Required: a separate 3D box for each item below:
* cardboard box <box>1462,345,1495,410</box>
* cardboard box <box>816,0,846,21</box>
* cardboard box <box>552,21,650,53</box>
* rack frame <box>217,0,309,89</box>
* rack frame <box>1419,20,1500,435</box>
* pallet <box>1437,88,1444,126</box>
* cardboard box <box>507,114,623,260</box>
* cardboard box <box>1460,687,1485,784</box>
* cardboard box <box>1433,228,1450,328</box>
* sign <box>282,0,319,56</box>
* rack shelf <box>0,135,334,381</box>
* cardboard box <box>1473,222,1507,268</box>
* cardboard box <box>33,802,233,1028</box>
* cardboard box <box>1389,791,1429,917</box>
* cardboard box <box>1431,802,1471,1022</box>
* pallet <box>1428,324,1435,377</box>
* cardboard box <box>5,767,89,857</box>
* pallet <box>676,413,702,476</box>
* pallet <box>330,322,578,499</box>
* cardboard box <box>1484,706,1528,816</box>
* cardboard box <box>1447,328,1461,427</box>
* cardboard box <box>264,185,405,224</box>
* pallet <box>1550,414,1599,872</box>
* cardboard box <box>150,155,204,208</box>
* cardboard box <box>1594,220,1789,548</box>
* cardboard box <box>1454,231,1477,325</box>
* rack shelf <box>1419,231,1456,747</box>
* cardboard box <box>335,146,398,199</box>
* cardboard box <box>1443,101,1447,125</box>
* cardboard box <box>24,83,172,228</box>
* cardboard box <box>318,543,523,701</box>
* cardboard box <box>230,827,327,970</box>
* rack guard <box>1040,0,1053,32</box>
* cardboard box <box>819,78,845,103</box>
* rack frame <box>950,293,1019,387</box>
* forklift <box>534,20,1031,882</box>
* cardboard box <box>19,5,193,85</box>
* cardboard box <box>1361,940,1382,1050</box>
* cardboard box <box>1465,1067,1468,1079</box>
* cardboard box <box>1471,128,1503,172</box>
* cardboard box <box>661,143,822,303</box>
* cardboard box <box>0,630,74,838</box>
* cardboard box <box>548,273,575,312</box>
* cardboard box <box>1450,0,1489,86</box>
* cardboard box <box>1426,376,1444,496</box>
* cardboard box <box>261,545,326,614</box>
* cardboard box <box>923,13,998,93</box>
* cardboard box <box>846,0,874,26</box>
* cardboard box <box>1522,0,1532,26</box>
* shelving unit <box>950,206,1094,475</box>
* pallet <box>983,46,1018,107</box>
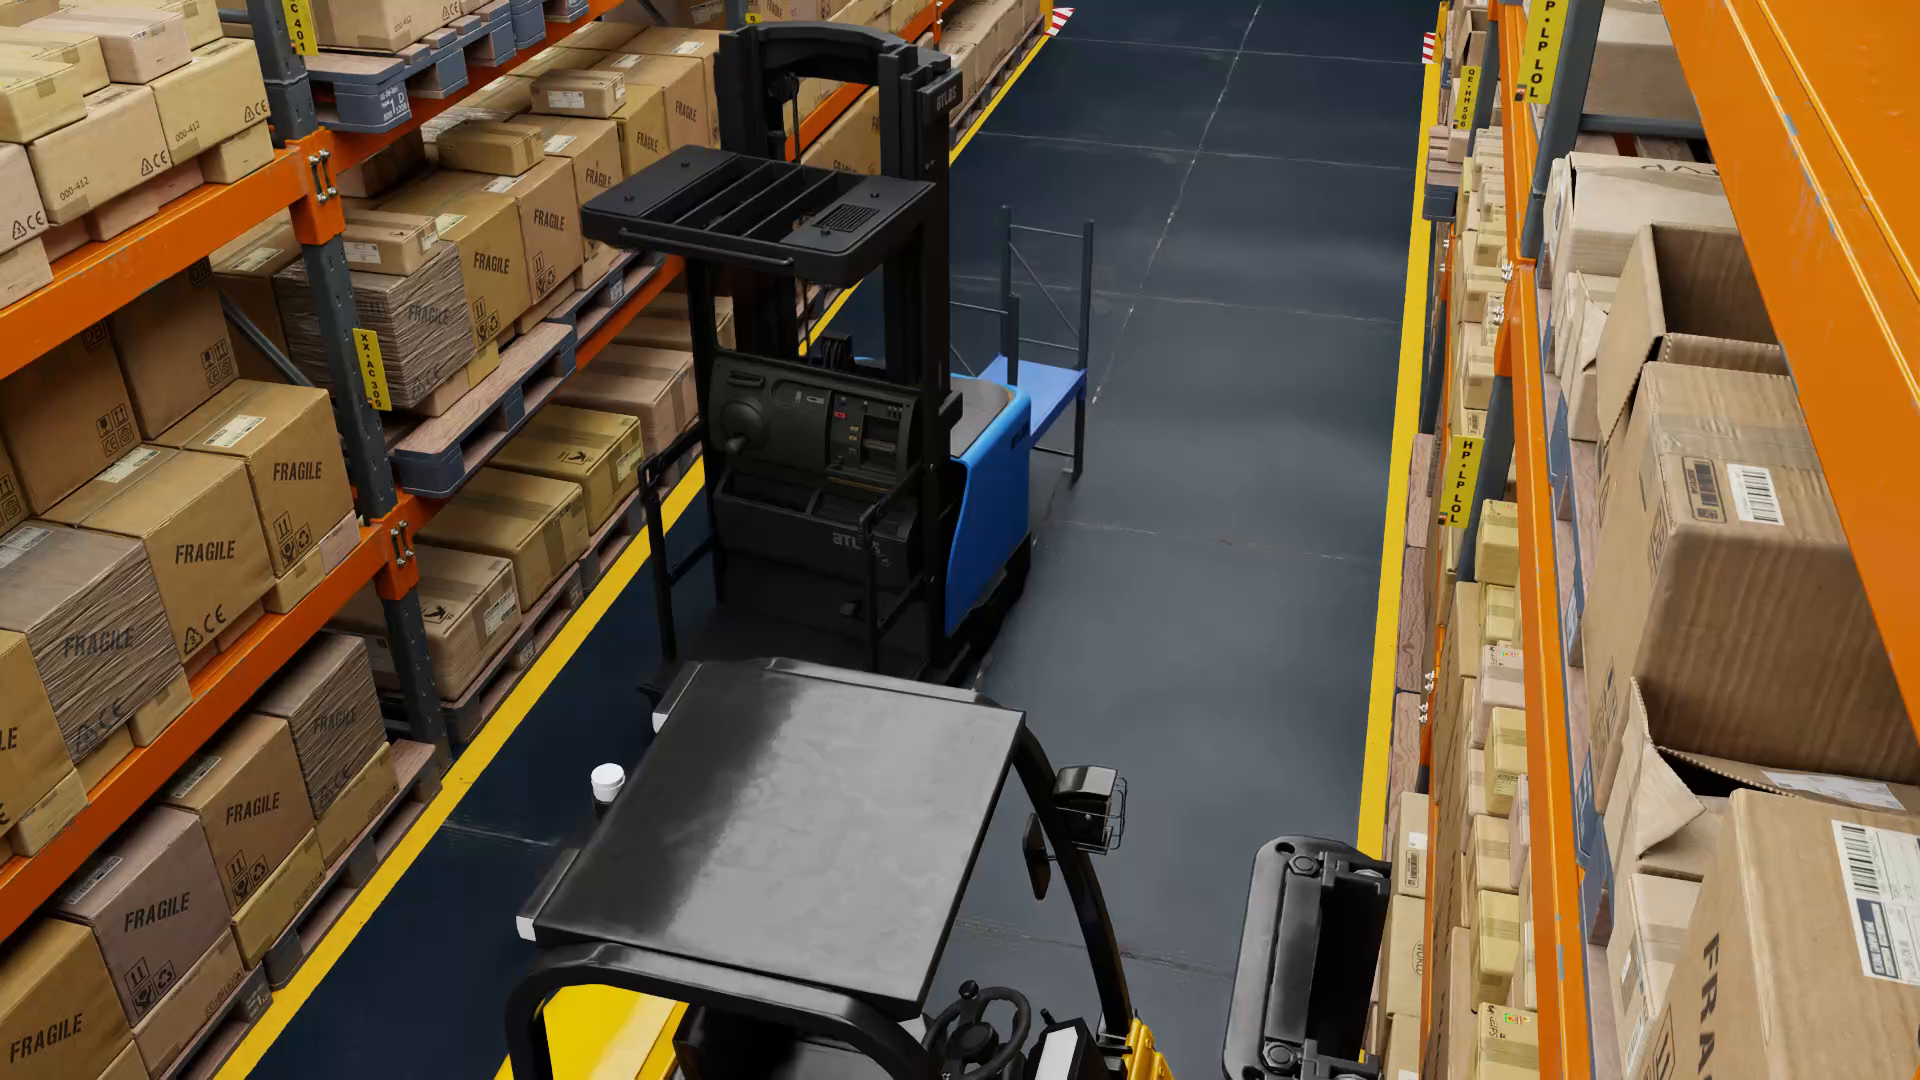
[{"bbox_3d":[2.077,-0.591,6.186,0.380,0.149,0.250,7,33,11],"label":"cardboard box"},{"bbox_3d":[-1.057,-3.618,10.621,0.500,0.500,0.500,9,34,14],"label":"cardboard box"},{"bbox_3d":[-2.019,-2.549,9.202,0.500,0.500,0.500,7,33,11],"label":"cardboard box"},{"bbox_3d":[-2.696,-2.862,4.865,1.000,3.000,0.127,8,33,12],"label":"rack frame"},{"bbox_3d":[3.121,-1.733,8.679,1.000,3.000,0.127,8,33,12],"label":"rack frame"},{"bbox_3d":[4.619,-3.623,14.252,1.003,0.211,1.213,8,33,12],"label":"pallet"},{"bbox_3d":[-1.915,-1.663,7.808,0.500,0.500,0.500,7,33,10],"label":"cardboard box"},{"bbox_3d":[1.533,0.548,4.394,0.380,0.149,0.250,9,33,13],"label":"cardboard box"},{"bbox_3d":[3.288,-1.634,10.463,0.500,0.500,0.500,9,34,14],"label":"cardboard box"},{"bbox_3d":[-2.170,-1.745,5.421,0.100,0.325,0.005,8,33,12],"label":"sign"},{"bbox_3d":[-3.204,-0.255,4.230,1.077,0.370,4.000,8,33,12],"label":"rack shelf"},{"bbox_3d":[2.438,-1.252,7.226,0.380,0.149,0.250,9,33,13],"label":"cardboard box"},{"bbox_3d":[-2.843,1.209,5.525,0.500,0.500,0.500,10,34,15],"label":"cardboard box"},{"bbox_3d":[1.679,1.113,5.443,0.500,0.250,0.500,8,33,12],"label":"cardboard box"},{"bbox_3d":[1.497,1.031,4.239,0.500,0.500,0.500,8,33,12],"label":"cardboard box"},{"bbox_3d":[3.347,-0.938,10.029,1.003,0.211,1.213,8,33,12],"label":"pallet"},{"bbox_3d":[-2.862,0.778,4.964,0.380,0.149,0.250,8,33,13],"label":"cardboard box"},{"bbox_3d":[-1.881,-0.824,9.850,1.003,0.211,1.213,8,33,12],"label":"pallet"},{"bbox_3d":[-2.362,-0.627,7.118,1.003,0.211,1.213,8,33,12],"label":"pallet"},{"bbox_3d":[1.498,0.566,4.088,0.380,0.149,0.250,8,33,12],"label":"cardboard box"},{"bbox_3d":[2.382,-0.675,7.155,0.500,0.250,0.500,9,34,14],"label":"cardboard box"},{"bbox_3d":[-2.677,-1.204,7.086,0.500,0.500,0.500,8,33,13],"label":"cardboard box"},{"bbox_3d":[1.603,0.192,2.939,1.003,0.211,1.213,8,33,12],"label":"pallet"},{"bbox_3d":[-2.631,-1.166,5.227,0.380,0.149,0.250,8,33,13],"label":"cardboard box"},{"bbox_3d":[1.509,-0.189,2.875,0.797,0.503,0.637,9,34,14],"label":"cardboard box"},{"bbox_3d":[2.493,-1.154,7.444,0.500,0.250,0.500,7,33,11],"label":"cardboard box"},{"bbox_3d":[2.613,-0.391,7.240,1.077,0.370,4.000,8,33,12],"label":"rack shelf"},{"bbox_3d":[-2.635,-1.579,7.072,0.380,0.149,0.250,7,33,11],"label":"cardboard box"},{"bbox_3d":[4.084,-3.346,13.374,0.396,0.266,0.258,9,34,14],"label":"cardboard box"},{"bbox_3d":[-2.675,-1.131,4.799,0.500,0.250,0.500,7,33,12],"label":"cardboard box"},{"bbox_3d":[-2.566,0.328,7.495,0.950,0.372,0.625,8,33,13],"label":"cardboard box"},{"bbox_3d":[-2.712,1.273,6.122,0.500,0.250,0.500,7,33,11],"label":"cardboard box"},{"bbox_3d":[0.355,-5.515,16.960,1.175,0.500,0.348,8,33,12],"label":"rack guard"},{"bbox_3d":[-1.062,-3.103,10.975,0.500,0.250,0.500,9,34,14],"label":"cardboard box"},{"bbox_3d":[0.043,-0.558,8.230,0.500,1.500,0.032,13,35,20],"label":"rack frame"},{"bbox_3d":[-0.704,-0.433,6.699,1.130,2.935,3.031,13,35,20],"label":"forklift"},{"bbox_3d":[-2.558,-1.488,4.989,0.380,0.149,0.250,7,33,11],"label":"cardboard box"},{"bbox_3d":[1.663,1.532,5.715,0.500,0.250,0.500,8,33,13],"label":"cardboard box"},{"bbox_3d":[1.209,1.216,3.344,0.380,0.149,0.250,8,33,13],"label":"cardboard box"},{"bbox_3d":[2.755,-1.923,8.281,0.380,0.149,0.250,9,34,14],"label":"cardboard box"},{"bbox_3d":[-1.426,-2.034,10.743,0.875,0.875,0.875,8,33,12],"label":"cardboard box"},{"bbox_3d":[-2.945,0.570,4.686,0.500,0.500,0.500,7,33,11],"label":"cardboard box"},{"bbox_3d":[-2.010,-1.187,7.665,0.380,0.149,0.250,8,33,13],"label":"cardboard box"},{"bbox_3d":[3.466,-3.131,10.395,0.700,0.500,0.500,8,33,12],"label":"cardboard box"},{"bbox_3d":[2.949,-0.586,8.698,0.875,0.625,0.625,9,34,14],"label":"cardboard box"},{"bbox_3d":[-2.540,0.114,6.009,0.380,0.149,0.250,9,33,13],"label":"cardboard box"},{"bbox_3d":[-0.177,-4.354,14.800,0.875,0.438,0.875,7,33,11],"label":"cardboard box"},{"bbox_3d":[-0.902,-3.570,11.243,0.500,0.250,0.500,9,33,13],"label":"cardboard box"},{"bbox_3d":[2.248,-1.912,5.764,0.500,0.311,0.500,7,33,11],"label":"cardboard box"},{"bbox_3d":[0.248,-0.808,8.623,0.538,1.500,1.048,13,35,20],"label":"shelving unit"},{"bbox_3d":[-0.090,-4.324,15.356,1.003,0.211,1.213,8,33,12],"label":"pallet"}]
